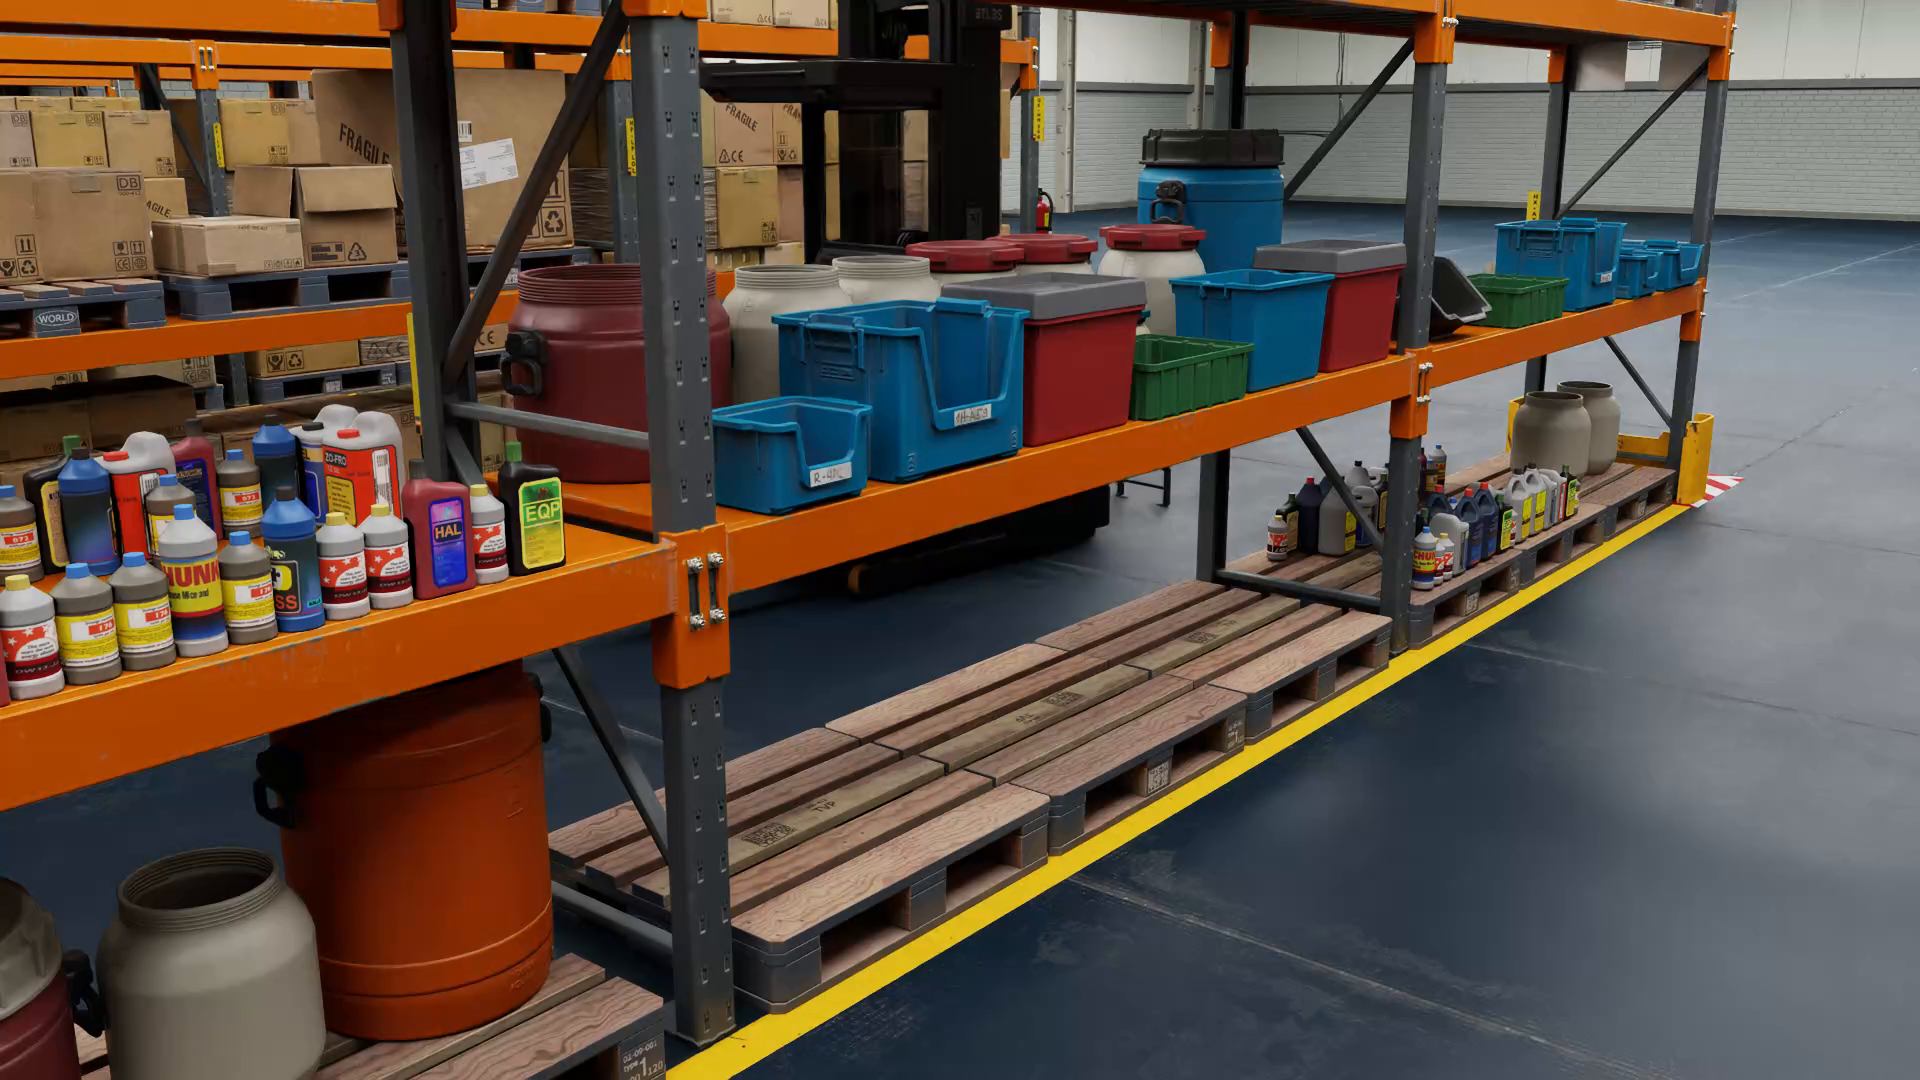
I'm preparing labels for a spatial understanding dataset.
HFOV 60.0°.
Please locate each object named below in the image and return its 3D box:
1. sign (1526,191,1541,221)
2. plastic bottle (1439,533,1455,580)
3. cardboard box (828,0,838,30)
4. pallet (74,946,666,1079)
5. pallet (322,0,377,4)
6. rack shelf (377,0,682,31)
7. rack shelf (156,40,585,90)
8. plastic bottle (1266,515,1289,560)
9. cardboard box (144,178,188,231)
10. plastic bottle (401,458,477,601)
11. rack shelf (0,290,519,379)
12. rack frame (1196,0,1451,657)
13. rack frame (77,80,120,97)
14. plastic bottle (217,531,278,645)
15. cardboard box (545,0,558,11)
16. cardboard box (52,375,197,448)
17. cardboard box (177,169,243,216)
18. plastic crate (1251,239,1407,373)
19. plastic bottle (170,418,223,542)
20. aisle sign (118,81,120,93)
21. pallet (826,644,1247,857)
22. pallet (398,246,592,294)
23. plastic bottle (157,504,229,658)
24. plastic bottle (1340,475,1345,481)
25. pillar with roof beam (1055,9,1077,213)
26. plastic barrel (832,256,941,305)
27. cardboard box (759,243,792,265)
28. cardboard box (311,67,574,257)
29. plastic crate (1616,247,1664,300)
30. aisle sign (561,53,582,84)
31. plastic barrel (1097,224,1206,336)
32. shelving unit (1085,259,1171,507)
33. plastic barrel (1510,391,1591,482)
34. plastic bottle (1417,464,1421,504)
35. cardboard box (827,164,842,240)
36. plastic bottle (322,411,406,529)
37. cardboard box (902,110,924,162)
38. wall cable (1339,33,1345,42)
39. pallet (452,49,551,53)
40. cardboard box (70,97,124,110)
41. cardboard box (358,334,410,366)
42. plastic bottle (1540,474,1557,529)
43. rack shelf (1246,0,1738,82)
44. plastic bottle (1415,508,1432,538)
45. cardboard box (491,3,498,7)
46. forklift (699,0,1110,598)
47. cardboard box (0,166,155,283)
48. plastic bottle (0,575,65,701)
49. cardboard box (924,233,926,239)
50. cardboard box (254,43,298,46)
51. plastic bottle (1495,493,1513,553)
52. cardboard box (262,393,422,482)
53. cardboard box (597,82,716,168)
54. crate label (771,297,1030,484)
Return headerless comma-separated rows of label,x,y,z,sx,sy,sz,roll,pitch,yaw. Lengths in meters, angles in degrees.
sign,3.608,-2.026,10.444,0.100,0.325,0.005,11,18,38
plastic bottle,2.188,0.071,7.541,0.097,0.201,0.097,0,14,0
cardboard box,-0.877,-3.532,11.146,0.500,0.250,0.500,11,18,37
pallet,-1.458,1.235,3.832,1.003,0.211,1.213,11,18,38
pallet,-3.453,-2.868,8.611,1.213,0.211,1.003,11,18,38
rack shelf,-2.252,-0.996,2.320,1.077,0.370,4.000,11,18,38
rack shelf,-4.870,-4.081,14.466,1.077,0.370,4.000,11,18,38
plastic bottle,1.505,-0.015,7.878,0.097,0.201,0.097,0,14,0
cardboard box,-6.247,-2.500,12.670,0.500,0.500,0.500,11,18,37
plastic bottle,-1.062,-0.030,3.384,0.061,0.283,0.133,11,18,38
rack shelf,-3.590,-1.075,8.722,1.077,0.370,4.000,11,18,38
rack frame,1.519,-1.040,7.124,1.000,3.000,0.127,11,18,38
rack frame,-11.390,-4.873,22.214,1.000,3.000,0.127,11,18,38
plastic bottle,-1.332,0.085,3.098,0.097,0.201,0.097,0,14,0
cardboard box,-2.250,-3.315,10.293,0.500,0.250,0.500,12,19,40
cardboard box,-4.124,-0.642,8.217,0.500,0.250,0.500,-14,20,-43
cardboard box,-5.905,-2.738,13.506,0.875,0.550,0.550,11,18,38
plastic crate,1.453,-0.931,6.565,0.402,0.464,0.583,11,18,38
plastic bottle,-1.760,-0.129,3.774,0.061,0.283,0.133,11,18,38
aisle sign,-11.120,-6.100,21.765,0.394,0.787,0.004,11,18,38
pallet,0.289,0.703,5.928,1.003,0.211,1.213,11,18,38
pallet,-2.927,-1.590,9.677,1.003,0.211,1.213,11,18,38
plastic bottle,-1.394,0.070,3.016,0.097,0.271,0.097,0,14,0
plastic bottle,1.891,-0.179,8.358,0.061,0.283,0.133,13,19,41
pillar with roof beam,5.904,-11.717,36.970,9.100,9.000,0.400,11,18,38
plastic barrel,-0.249,-0.639,5.318,0.421,0.512,0.421,0,14,0
cardboard box,-1.322,-1.868,10.895,0.380,0.149,0.250,11,18,38
cardboard box,-2.941,-2.170,9.502,1.000,1.000,1.000,11,18,38
plastic crate,3.539,-1.468,9.112,0.499,0.251,0.408,11,18,38
aisle sign,-3.802,-4.679,16.170,0.394,0.787,0.004,11,18,38
plastic barrel,0.747,-0.956,6.520,0.433,0.535,0.433,0,14,0
shelving unit,0.840,-0.902,9.629,0.755,1.500,0.431,-13,19,-41
plastic barrel,3.364,-0.570,9.474,0.421,0.512,0.421,0,14,0
plastic bottle,2.436,-0.332,8.986,0.097,0.271,0.097,0,14,0
cardboard box,-1.078,-2.367,11.539,0.875,0.500,0.500,11,18,38
plastic bottle,-1.400,-0.157,3.902,0.152,0.276,0.135,11,18,38
cardboard box,-0.599,-2.914,11.664,0.500,0.500,0.500,11,18,38
wall cable,11.311,-14.416,43.643,3.097,2.526,0.112,11,18,38
pallet,-4.072,-4.626,15.330,1.003,0.211,1.213,11,18,38
cardboard box,-8.921,-4.254,16.939,0.700,0.500,0.500,11,18,36
cardboard box,-5.114,-2.050,14.562,0.875,0.875,0.875,11,18,38
plastic bottle,2.953,-0.209,8.491,0.152,0.276,0.135,11,18,36
rack shelf,2.776,-2.528,8.351,1.077,0.370,4.000,11,18,38
plastic bottle,2.159,-0.012,7.702,0.061,0.283,0.133,11,18,38
cardboard box,-4.199,-4.632,14.627,0.380,0.149,0.250,11,18,37
forklift,-0.594,-1.284,8.225,3.031,2.935,1.130,-13,19,-41
cardboard box,-4.266,-1.524,7.975,0.500,0.500,0.700,-13,19,-41
plastic bottle,-1.577,0.160,2.805,0.097,0.201,0.097,0,14,0
cardboard box,-0.471,-2.174,12.097,0.380,0.149,0.250,11,18,38
cardboard box,-7.639,-5.492,18.256,0.500,0.250,0.500,11,18,37
plastic bottle,2.604,-0.088,8.002,0.061,0.283,0.133,12,19,40
cardboard box,-3.401,-0.498,9.175,0.700,0.500,0.500,9,17,33
cardboard box,-1.853,-2.530,10.154,0.500,0.500,0.500,11,18,38
crate label,-0.160,-0.439,4.689,0.502,0.435,0.616,11,18,38
